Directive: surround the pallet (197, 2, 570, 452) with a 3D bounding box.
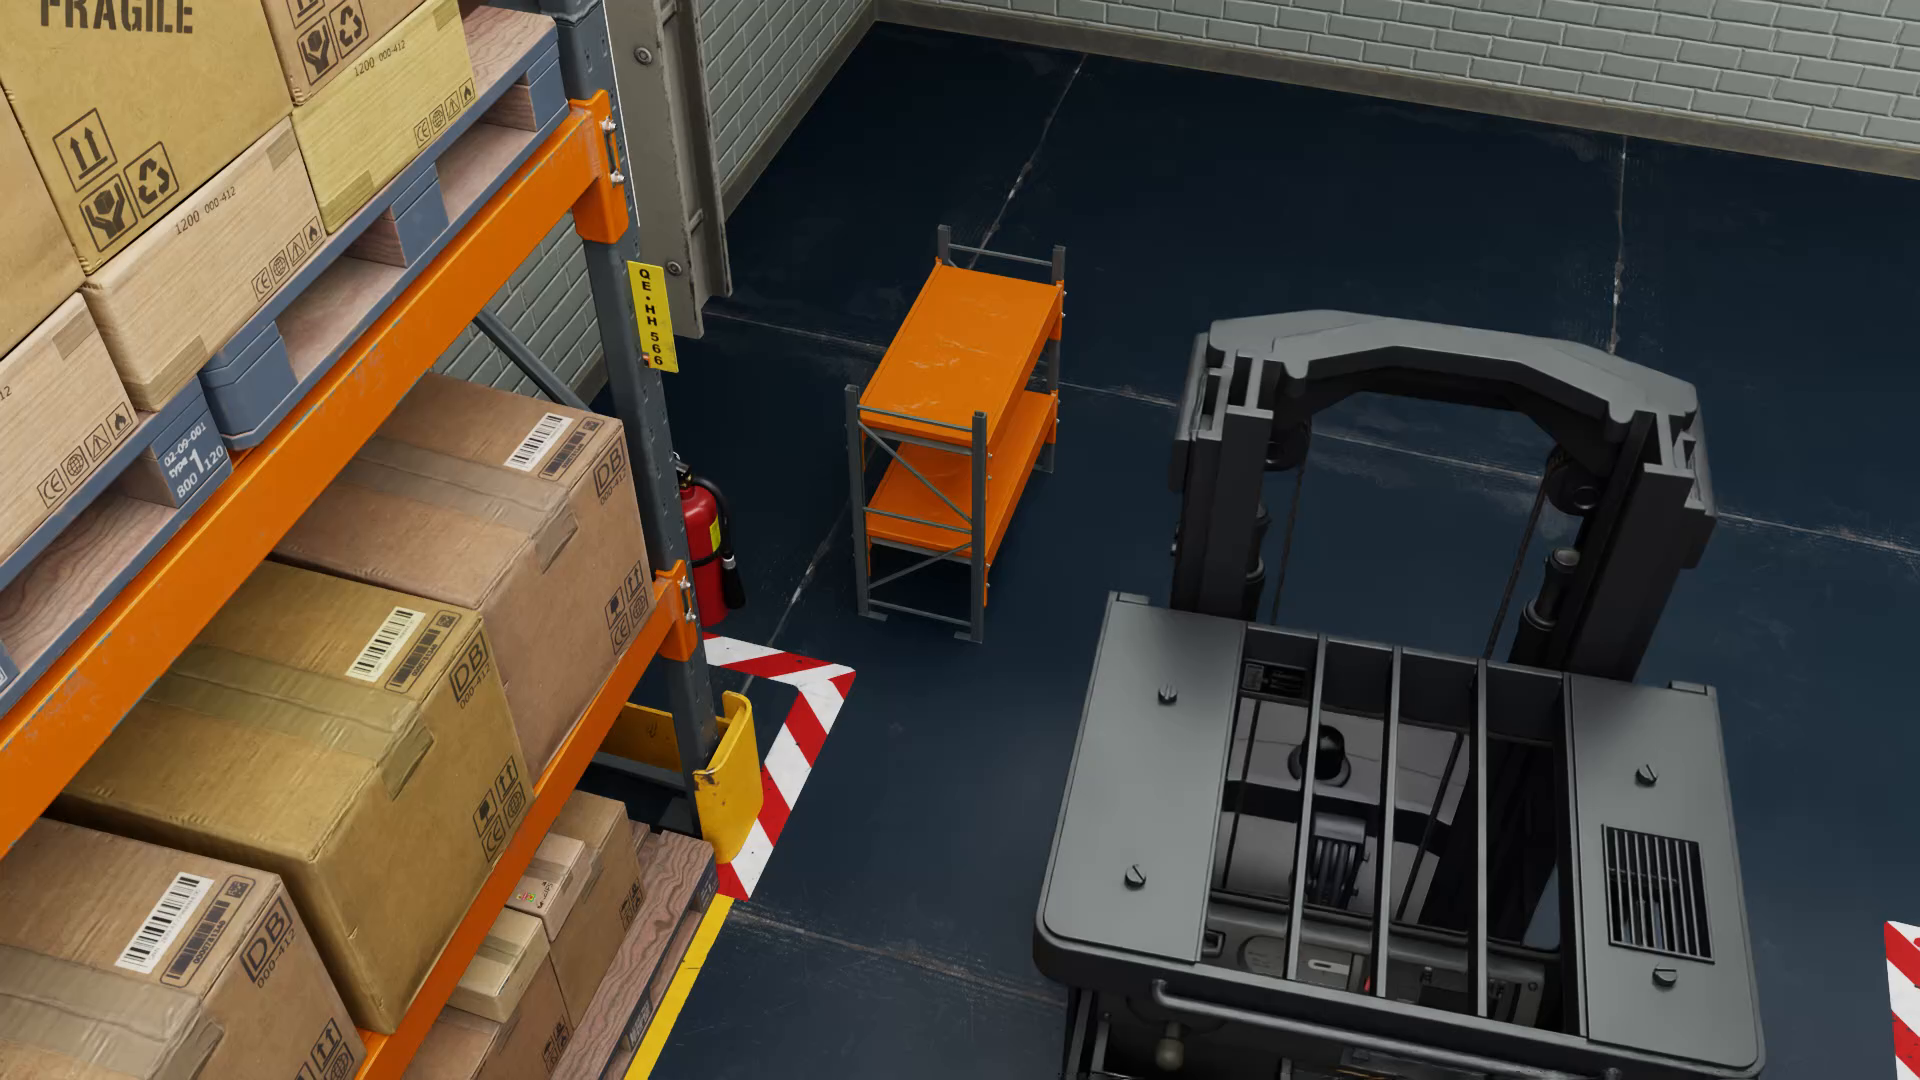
[{"bbox_3d":[-1.501,-0.727,3.267,1.003,0.211,1.213,13,46,13],"label":"pallet"}]

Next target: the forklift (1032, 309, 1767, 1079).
[{"bbox_3d":[0.737,1.118,3.512,1.130,2.935,3.031,9,45,9],"label":"forklift"}]

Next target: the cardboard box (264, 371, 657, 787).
[{"bbox_3d":[-1.431,0.051,4.338,0.980,0.700,0.700,14,46,14],"label":"cardboard box"}]

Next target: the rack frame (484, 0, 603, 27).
[{"bbox_3d":[-1.286,-2.328,2.695,1.000,3.000,0.127,13,46,13],"label":"rack frame"}]

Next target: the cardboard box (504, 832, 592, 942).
[{"bbox_3d":[-1.268,0.940,4.668,0.380,0.149,0.250,12,46,12],"label":"cardboard box"}]

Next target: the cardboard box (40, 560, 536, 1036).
[{"bbox_3d":[-1.641,0.539,3.840,0.980,0.700,0.700,12,46,12],"label":"cardboard box"}]

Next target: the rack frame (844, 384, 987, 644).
[{"bbox_3d":[-0.152,-0.068,6.015,0.500,1.125,0.032,13,46,13],"label":"rack frame"}]

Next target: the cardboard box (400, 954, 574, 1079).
[{"bbox_3d":[-1.554,1.381,4.681,0.700,0.500,0.500,12,46,12],"label":"cardboard box"}]

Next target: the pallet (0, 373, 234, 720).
[{"bbox_3d":[-1.869,0.089,2.433,1.003,0.211,1.213,13,46,13],"label":"pallet"}]

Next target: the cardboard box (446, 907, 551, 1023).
[{"bbox_3d":[-1.345,1.111,4.494,0.380,0.149,0.250,14,46,14],"label":"cardboard box"}]

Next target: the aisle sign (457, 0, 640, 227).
[{"bbox_3d":[-0.979,-1.097,3.868,0.394,0.787,0.004,13,46,13],"label":"aisle sign"}]

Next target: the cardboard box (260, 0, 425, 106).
[{"bbox_3d":[-1.248,-1.110,2.794,0.500,0.500,0.500,12,46,12],"label":"cardboard box"}]

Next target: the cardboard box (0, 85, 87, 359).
[{"bbox_3d":[-1.560,-0.429,2.099,0.500,0.500,0.500,11,45,11],"label":"cardboard box"}]

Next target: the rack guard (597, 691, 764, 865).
[{"bbox_3d":[-1.279,0.694,5.683,1.175,0.500,0.348,13,46,13],"label":"rack guard"}]

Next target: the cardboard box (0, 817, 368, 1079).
[{"bbox_3d":[-1.880,1.045,3.323,0.980,0.700,0.700,10,45,11],"label":"cardboard box"}]

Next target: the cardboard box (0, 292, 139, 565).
[{"bbox_3d":[-1.565,-0.148,2.348,0.500,0.250,0.500,11,45,11],"label":"cardboard box"}]

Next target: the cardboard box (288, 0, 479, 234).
[{"bbox_3d":[-1.255,-0.843,3.058,0.500,0.250,0.500,14,46,14],"label":"cardboard box"}]

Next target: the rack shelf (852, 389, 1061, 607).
[{"bbox_3d":[0.002,-0.232,6.532,0.538,0.278,1.000,13,46,13],"label":"rack shelf"}]

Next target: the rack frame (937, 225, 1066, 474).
[{"bbox_3d":[0.156,-0.745,6.707,0.500,1.125,0.032,13,46,13],"label":"rack frame"}]

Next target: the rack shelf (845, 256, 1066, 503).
[{"bbox_3d":[0.002,-0.616,6.156,0.538,0.278,1.000,13,46,13],"label":"rack shelf"}]

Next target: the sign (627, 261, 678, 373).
[{"bbox_3d":[-0.773,-0.558,4.178,0.100,0.325,0.005,13,46,13],"label":"sign"}]

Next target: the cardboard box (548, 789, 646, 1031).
[{"bbox_3d":[-1.403,1.048,5.022,0.700,0.500,0.500,13,46,13],"label":"cardboard box"}]

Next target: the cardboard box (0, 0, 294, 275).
[{"bbox_3d":[-1.410,-0.779,2.456,0.500,0.500,0.500,14,46,14],"label":"cardboard box"}]

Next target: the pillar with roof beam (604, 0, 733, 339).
[{"bbox_3d":[2.810,-3.399,3.789,9.100,9.000,0.400,13,46,13],"label":"pillar with roof beam"}]

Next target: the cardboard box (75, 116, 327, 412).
[{"bbox_3d":[-1.412,-0.496,2.703,0.500,0.250,0.500,11,45,11],"label":"cardboard box"}]

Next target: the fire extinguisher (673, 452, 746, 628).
[{"bbox_3d":[-0.801,-0.025,4.953,0.296,0.674,0.183,13,46,13],"label":"fire extinguisher"}]

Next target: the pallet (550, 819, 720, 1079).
[{"bbox_3d":[-1.454,1.363,5.206,1.003,0.211,1.213,13,46,13],"label":"pallet"}]

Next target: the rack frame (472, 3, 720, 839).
[{"bbox_3d":[-1.286,-0.183,4.793,1.000,3.000,0.127,13,46,13],"label":"rack frame"}]

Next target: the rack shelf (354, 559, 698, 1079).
[{"bbox_3d":[-1.892,1.407,3.682,1.077,0.370,4.000,13,46,13],"label":"rack shelf"}]

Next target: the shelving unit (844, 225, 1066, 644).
[{"bbox_3d":[0.002,-0.407,6.361,0.538,1.125,1.048,13,46,13],"label":"shelving unit"}]

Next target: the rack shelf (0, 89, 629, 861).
[{"bbox_3d":[-1.892,0.335,2.633,1.077,0.370,4.000,13,46,13],"label":"rack shelf"}]
